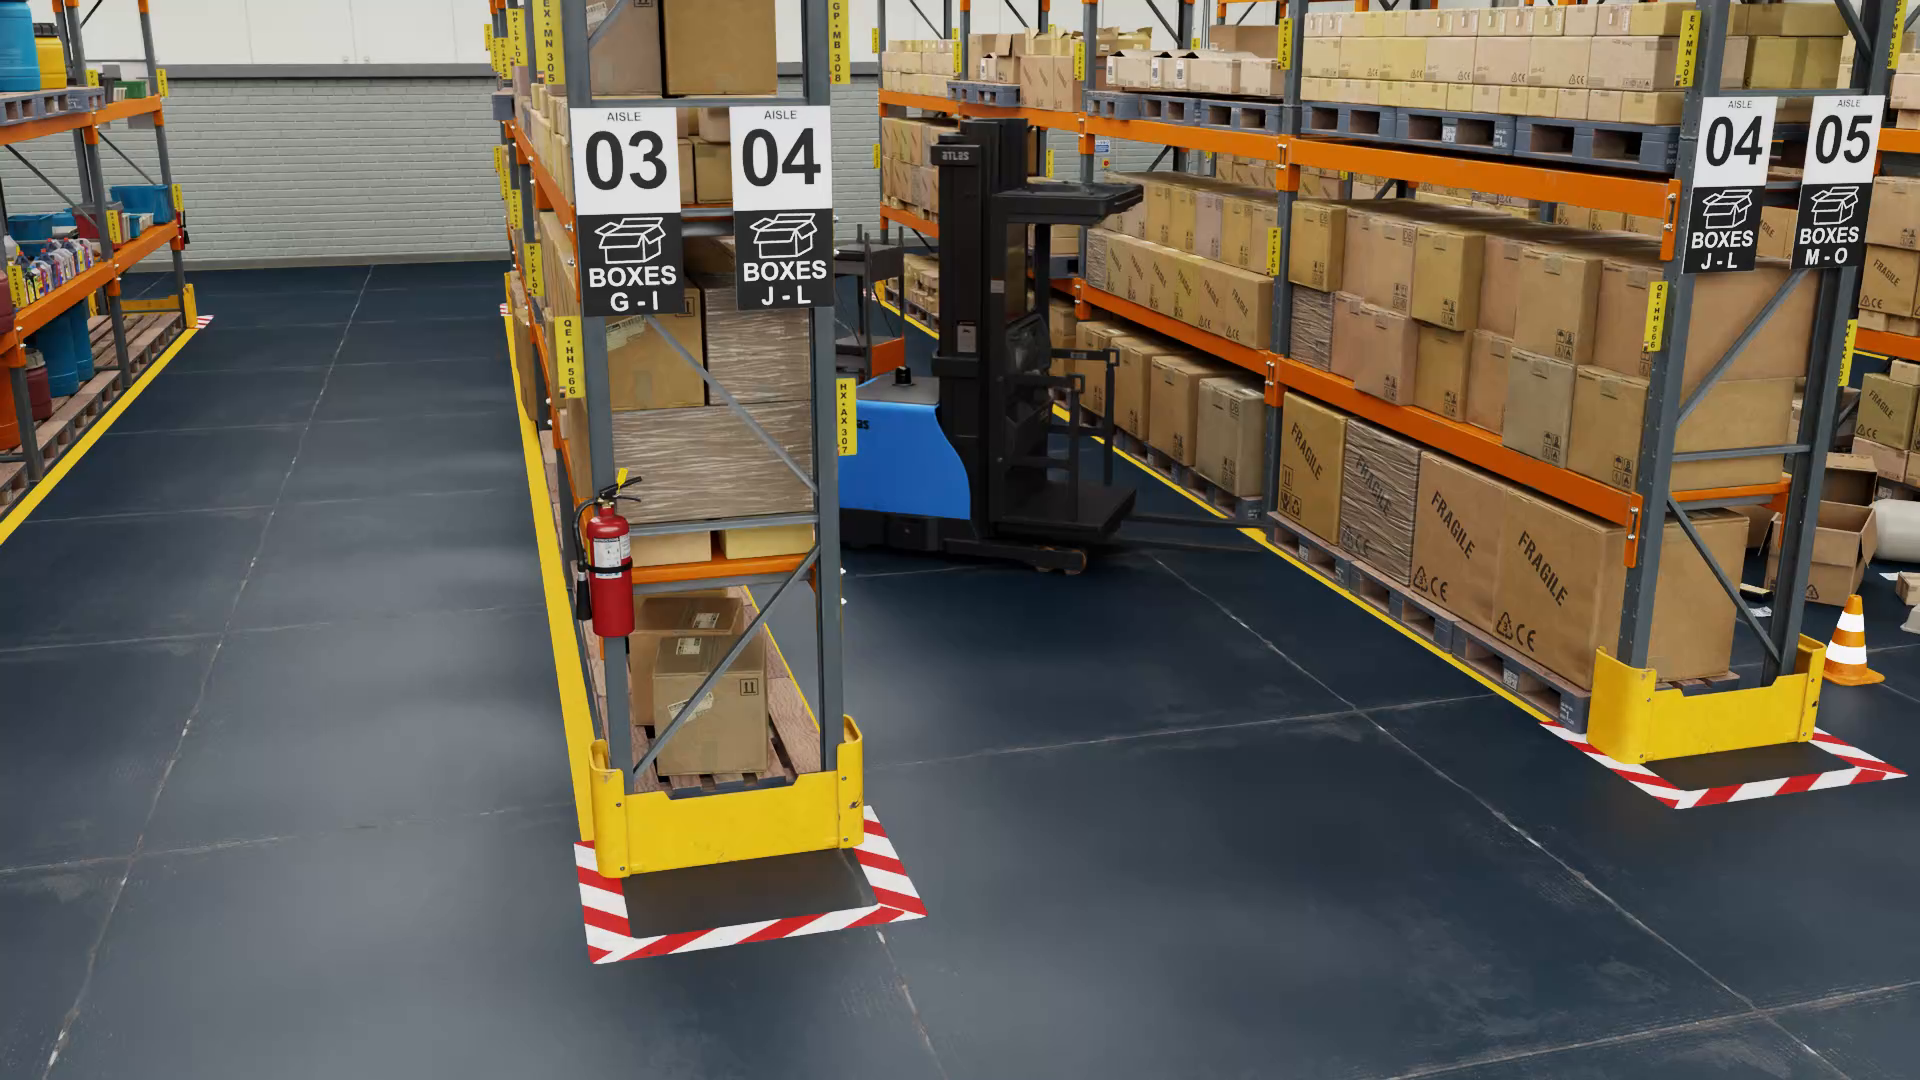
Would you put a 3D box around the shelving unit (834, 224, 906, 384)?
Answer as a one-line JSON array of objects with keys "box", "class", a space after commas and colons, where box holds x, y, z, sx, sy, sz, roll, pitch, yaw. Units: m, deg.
[{"box": [-0.717, -1.311, 12.665, 0.431, 2.100, 0.503, 9, 19, 27], "class": "shelving unit"}]

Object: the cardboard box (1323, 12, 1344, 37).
[{"box": [2.538, -3.275, 10.574, 0.380, 0.149, 0.250, -5, 17, -16], "class": "cardboard box"}]

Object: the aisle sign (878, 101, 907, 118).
[{"box": [-0.913, -6.087, 22.483, 0.394, 0.787, 0.004, -5, 17, -15], "class": "aisle sign"}]

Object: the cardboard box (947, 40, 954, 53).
[{"box": [0.064, -5.671, 19.103, 0.380, 0.149, 0.250, -4, 17, -14], "class": "cardboard box"}]

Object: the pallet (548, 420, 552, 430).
[{"box": [-3.347, -1.157, 15.437, 1.003, 0.211, 1.213, -5, 17, -15], "class": "pallet"}]

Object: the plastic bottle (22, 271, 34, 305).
[{"box": [-7.893, -2.135, 14.048, 0.061, 0.283, 0.133, -5, 17, -15], "class": "plastic bottle"}]

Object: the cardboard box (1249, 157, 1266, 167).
[{"box": [4.283, -5.352, 22.644, 0.500, 0.500, 0.500, -5, 17, -16], "class": "cardboard box"}]

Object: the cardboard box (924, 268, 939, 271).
[{"box": [-0.245, -3.370, 21.148, 0.380, 0.149, 0.250, -5, 17, -15], "class": "cardboard box"}]

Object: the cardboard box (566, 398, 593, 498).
[{"box": [-1.382, -0.529, 7.808, 0.875, 0.500, 0.500, -5, 17, -15], "class": "cardboard box"}]

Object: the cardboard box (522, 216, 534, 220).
[{"box": [-3.993, -2.856, 16.071, 0.500, 0.500, 0.500, -4, 17, -14], "class": "cardboard box"}]

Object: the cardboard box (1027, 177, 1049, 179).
[{"box": [0.793, -4.009, 18.757, 0.380, 0.149, 0.250, -4, 17, -13], "class": "cardboard box"}]

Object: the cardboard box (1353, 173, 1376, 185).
[{"box": [5.071, -4.541, 19.942, 0.500, 0.500, 0.500, -4, 17, -15], "class": "cardboard box"}]

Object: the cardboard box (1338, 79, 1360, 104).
[{"box": [2.607, -2.823, 10.456, 0.380, 0.149, 0.250, -5, 17, -15], "class": "cardboard box"}]

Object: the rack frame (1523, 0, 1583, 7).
[{"box": [8.899, -8.531, 24.711, 1.000, 3.000, 0.127, -5, 17, -15], "class": "rack frame"}]

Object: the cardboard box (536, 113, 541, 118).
[{"box": [-2.076, -2.236, 9.229, 0.500, 0.250, 0.500, -5, 17, -16], "class": "cardboard box"}]

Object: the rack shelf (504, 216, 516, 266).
[{"box": [-4.851, -3.583, 19.918, 1.077, 0.370, 4.000, -5, 17, -15], "class": "rack shelf"}]

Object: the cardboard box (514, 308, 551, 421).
[{"box": [-3.372, -1.644, 15.176, 1.225, 0.875, 0.875, -6, 18, -18], "class": "cardboard box"}]

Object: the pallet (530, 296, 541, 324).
[{"box": [-2.904, -1.988, 13.689, 1.213, 0.211, 1.003, -5, 17, -15], "class": "pallet"}]

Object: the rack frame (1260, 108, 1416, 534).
[{"box": [2.693, -1.526, 11.819, 1.000, 3.000, 0.127, -5, 17, -15], "class": "rack frame"}]

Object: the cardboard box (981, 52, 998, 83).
[{"box": [0.535, -5.074, 17.841, 0.500, 0.311, 0.500, -5, 17, -16], "class": "cardboard box"}]

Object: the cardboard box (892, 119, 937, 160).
[{"box": [-0.591, -5.230, 21.721, 0.500, 0.500, 0.500, -4, 17, -14], "class": "cardboard box"}]

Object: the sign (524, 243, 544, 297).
[{"box": [-2.636, -1.672, 10.290, 0.100, 0.325, 0.005, -5, 17, -15], "class": "sign"}]

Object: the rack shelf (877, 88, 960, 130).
[{"box": [-0.055, -5.384, 20.699, 1.077, 0.370, 4.000, -5, 17, -15], "class": "rack shelf"}]

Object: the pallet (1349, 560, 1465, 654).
[{"box": [3.166, 0.364, 10.373, 1.003, 0.211, 1.213, -5, 17, -15], "class": "pallet"}]

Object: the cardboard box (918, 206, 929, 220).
[{"box": [-0.307, -4.106, 20.844, 0.380, 0.149, 0.250, -4, 17, -14], "class": "cardboard box"}]

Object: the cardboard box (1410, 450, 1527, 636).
[{"box": [3.299, -0.029, 9.797, 0.875, 0.875, 0.875, -5, 17, -16], "class": "cardboard box"}]

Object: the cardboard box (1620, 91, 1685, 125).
[{"box": [3.375, -2.050, 7.882, 0.380, 0.149, 0.250, -5, 17, -15], "class": "cardboard box"}]

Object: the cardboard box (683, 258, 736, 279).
[{"box": [-1.024, -1.037, 7.762, 0.500, 0.500, 0.500, -5, 17, -15], "class": "cardboard box"}]

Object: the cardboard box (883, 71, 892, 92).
[{"box": [-0.727, -6.066, 21.978, 0.500, 0.250, 0.500, -4, 17, -13], "class": "cardboard box"}]

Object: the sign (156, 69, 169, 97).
[{"box": [-9.639, -5.524, 20.096, 0.100, 0.325, 0.005, -5, 17, -15], "class": "sign"}]

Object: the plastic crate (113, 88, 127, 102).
[{"box": [-9.357, -4.848, 18.122, 0.437, 0.136, 0.530, -5, 17, -15], "class": "plastic crate"}]

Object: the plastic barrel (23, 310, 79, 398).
[{"box": [-8.736, -1.832, 15.753, 0.600, 0.901, 0.708, -5, 17, -15], "class": "plastic barrel"}]

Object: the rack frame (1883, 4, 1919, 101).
[{"box": [7.425, -4.819, 12.351, 1.000, 3.000, 0.127, -5, 17, -15], "class": "rack frame"}]

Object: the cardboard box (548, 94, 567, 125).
[{"box": [-1.731, -2.024, 7.829, 0.380, 0.149, 0.250, -6, 18, -18], "class": "cardboard box"}]

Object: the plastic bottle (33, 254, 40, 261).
[{"box": [-8.420, -2.481, 15.222, 0.097, 0.271, 0.097, 0, 17, 0], "class": "plastic bottle"}]

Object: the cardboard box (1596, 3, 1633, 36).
[{"box": [3.307, -2.502, 8.001, 0.380, 0.149, 0.250, -5, 17, -15], "class": "cardboard box"}]

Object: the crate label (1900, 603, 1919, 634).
[{"box": [5.916, 0.484, 10.102, 0.298, 0.136, 0.250, 16, 23, 42], "class": "crate label"}]

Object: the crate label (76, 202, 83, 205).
[{"box": [-10.412, -3.944, 20.054, 0.416, 0.233, 0.303, -5, 17, -15], "class": "crate label"}]

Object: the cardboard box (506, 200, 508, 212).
[{"box": [-5.245, -4.115, 20.181, 0.500, 0.250, 0.500, -5, 18, -17], "class": "cardboard box"}]

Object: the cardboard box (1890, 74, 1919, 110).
[{"box": [7.283, -3.309, 12.284, 0.500, 0.250, 0.500, -5, 17, -16], "class": "cardboard box"}]

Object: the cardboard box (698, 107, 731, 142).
[{"box": [-0.857, -1.706, 6.770, 0.380, 0.149, 0.250, -5, 17, -16], "class": "cardboard box"}]

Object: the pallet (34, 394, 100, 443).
[{"box": [-8.553, -1.093, 15.223, 1.003, 0.211, 1.213, -5, 17, -15], "class": "pallet"}]

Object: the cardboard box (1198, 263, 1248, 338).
[{"box": [2.154, -1.837, 12.680, 0.500, 0.500, 0.500, -5, 17, -16], "class": "cardboard box"}]

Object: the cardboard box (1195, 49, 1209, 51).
[{"box": [2.170, -4.010, 14.125, 0.500, 0.311, 0.500, -5, 17, -15], "class": "cardboard box"}]

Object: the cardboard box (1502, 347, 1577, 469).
[{"box": [3.475, -0.741, 8.944, 0.875, 0.550, 0.550, -5, 17, -15], "class": "cardboard box"}]

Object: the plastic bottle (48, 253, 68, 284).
[{"box": [-8.305, -2.498, 15.271, 0.152, 0.276, 0.135, -5, 17, -15], "class": "plastic bottle"}]

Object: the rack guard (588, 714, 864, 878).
[{"box": [-1.025, 1.121, 7.352, 1.175, 0.500, 0.348, -5, 17, -15], "class": "rack guard"}]

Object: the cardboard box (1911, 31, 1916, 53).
[{"box": [7.503, -4.081, 13.772, 0.500, 0.250, 0.500, -5, 17, -16], "class": "cardboard box"}]

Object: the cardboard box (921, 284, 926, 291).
[{"box": [-0.289, -3.300, 21.434, 0.380, 0.149, 0.250, -4, 17, -12], "class": "cardboard box"}]

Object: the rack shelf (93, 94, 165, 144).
[{"box": [-9.614, -4.628, 18.183, 1.077, 0.370, 4.000, -5, 17, -15], "class": "rack shelf"}]

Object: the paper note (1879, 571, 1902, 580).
[{"box": [6.261, 0.238, 11.128, 0.148, 0.019, 0.142, 1, 17, 4], "class": "paper note"}]

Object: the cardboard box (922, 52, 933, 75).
[{"box": [-0.156, -5.739, 20.023, 0.500, 0.250, 0.500, -4, 17, -13], "class": "cardboard box"}]

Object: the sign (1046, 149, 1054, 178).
[{"box": [1.028, -4.338, 19.168, 0.100, 0.325, 0.005, -5, 17, -15], "class": "sign"}]

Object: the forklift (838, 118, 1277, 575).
[{"box": [0.657, -1.342, 11.326, 3.031, 2.935, 1.130, 5, 18, 18], "class": "forklift"}]

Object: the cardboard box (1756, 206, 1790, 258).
[{"box": [6.940, -2.584, 13.918, 0.500, 0.500, 0.500, -5, 17, -15], "class": "cardboard box"}]
